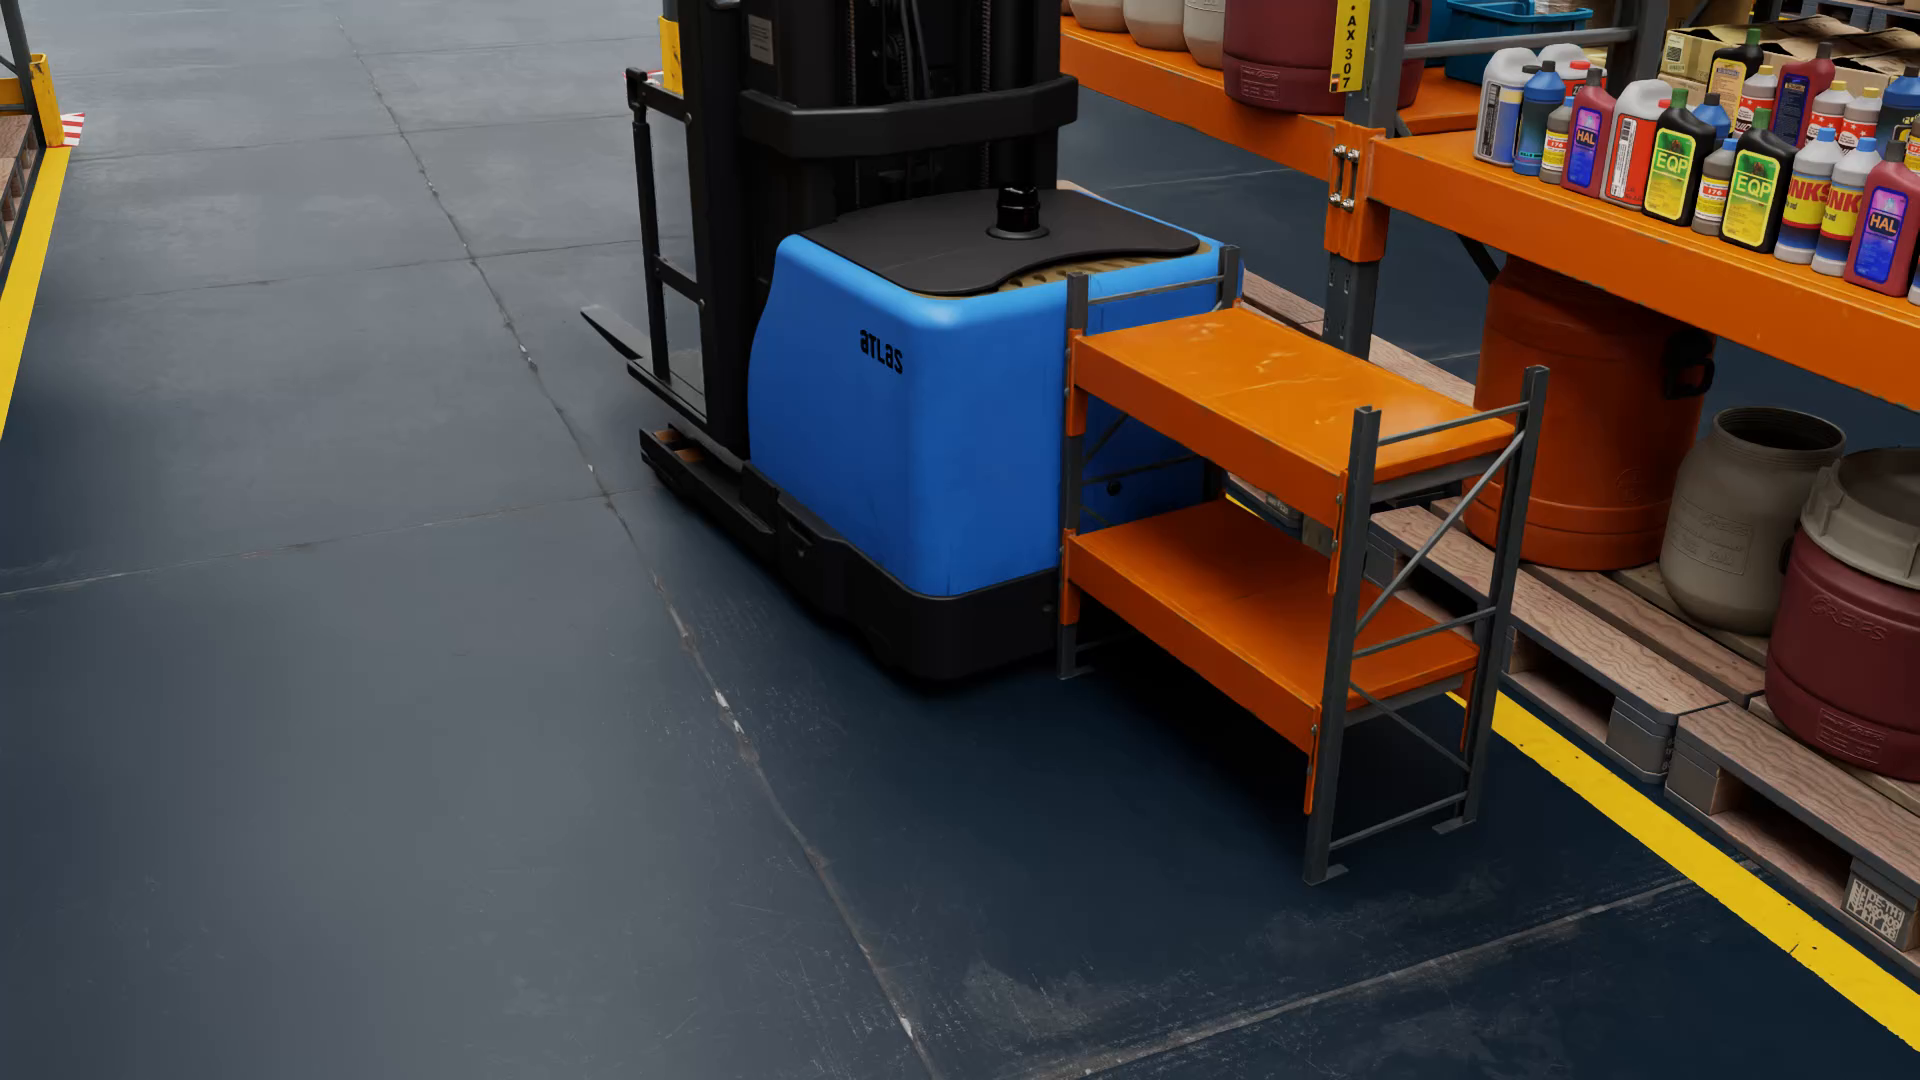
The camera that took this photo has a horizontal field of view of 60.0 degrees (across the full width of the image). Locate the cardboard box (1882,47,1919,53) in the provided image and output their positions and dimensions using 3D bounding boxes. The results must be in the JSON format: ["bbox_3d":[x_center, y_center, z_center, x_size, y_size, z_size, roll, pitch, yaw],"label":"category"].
[{"bbox_3d":[5.366,-2.532,9.033,0.500,0.311,0.500,-11,28,-21],"label":"cardboard box"}]

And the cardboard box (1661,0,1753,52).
[{"bbox_3d":[4.647,-3.383,10.560,0.500,0.500,0.500,-11,28,-21],"label":"cardboard box"}]

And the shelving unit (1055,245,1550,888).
[{"bbox_3d":[-11.125,-3.203,4.972,18.826,6.000,16.808,-14,29,-26],"label":"shelving unit"}]

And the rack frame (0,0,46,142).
[{"bbox_3d":[-6.142,-3.766,9.544,1.000,3.000,0.127,-11,28,-21],"label":"rack frame"}]

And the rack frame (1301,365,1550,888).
[{"bbox_3d":[0.985,0.203,3.551,0.500,1.125,0.032,-14,29,-26],"label":"rack frame"}]

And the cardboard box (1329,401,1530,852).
[{"bbox_3d":[0.983,0.204,3.551,0.474,0.981,0.046,-12,28,-23],"label":"cardboard box"}]

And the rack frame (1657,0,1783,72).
[{"bbox_3d":[4.541,-3.852,9.720,1.000,3.000,0.127,-11,28,-21],"label":"rack frame"}]

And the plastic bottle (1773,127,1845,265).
[{"bbox_3d":[2.178,-0.287,2.566,0.097,0.271,2.212,-11,28,-21],"label":"plastic bottle"}]

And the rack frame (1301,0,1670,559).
[{"bbox_3d":[1.548,-1.387,4.673,1.000,3.000,0.127,-11,28,-21],"label":"rack frame"}]

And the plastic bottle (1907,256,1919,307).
[{"bbox_3d":[1.893,-0.582,3.169,0.097,0.271,0.097,0,26,0],"label":"plastic bottle"}]

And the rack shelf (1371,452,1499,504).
[{"bbox_3d":[0.734,-0.302,3.797,0.416,0.054,0.922,-14,29,-26],"label":"rack shelf"}]

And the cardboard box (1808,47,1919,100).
[{"bbox_3d":[4.869,-2.436,8.836,0.500,0.311,0.500,-12,28,-22],"label":"cardboard box"}]

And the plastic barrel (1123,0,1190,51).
[{"bbox_3d":[0.784,-1.986,5.772,0.421,0.512,0.421,0,26,0],"label":"plastic barrel"}]

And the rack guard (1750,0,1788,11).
[{"bbox_3d":[7.561,-5.165,15.259,1.175,0.500,0.348,-11,28,-21],"label":"rack guard"}]

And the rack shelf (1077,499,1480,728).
[{"bbox_3d":[0.734,0.163,4.024,0.459,0.093,0.952,-14,29,-26],"label":"rack shelf"}]

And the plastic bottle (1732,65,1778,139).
[{"bbox_3d":[2.128,-1.158,4.430,0.097,0.201,0.097,0,26,0],"label":"plastic bottle"}]

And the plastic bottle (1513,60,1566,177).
[{"bbox_3d":[1.440,-1.048,4.124,0.097,0.271,0.097,0,26,0],"label":"plastic bottle"}]

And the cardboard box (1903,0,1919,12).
[{"bbox_3d":[8.184,-4.564,13.526,0.700,0.500,0.500,-12,29,-24],"label":"cardboard box"}]

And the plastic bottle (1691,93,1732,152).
[{"bbox_3d":[1.678,-0.871,3.763,0.097,0.271,0.097,0,26,0],"label":"plastic bottle"}]

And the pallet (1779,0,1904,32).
[{"bbox_3d":[5.877,-1.760,8.614,9.879,0.211,12.008,-11,28,-21],"label":"pallet"}]

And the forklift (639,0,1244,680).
[{"bbox_3d":[-1.623,-10.452,23.418,20.528,2.843,38.938,-15,30,-28],"label":"forklift"}]

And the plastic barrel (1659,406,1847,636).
[{"bbox_3d":[2.059,-0.051,4.292,0.421,0.512,0.421,0,26,0],"label":"plastic barrel"}]

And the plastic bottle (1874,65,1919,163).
[{"bbox_3d":[2.294,-1.018,4.063,0.097,0.271,0.097,0,26,0],"label":"plastic bottle"}]

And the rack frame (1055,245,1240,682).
[{"bbox_3d":[0.483,-0.185,4.346,0.500,1.125,0.032,-14,29,-26],"label":"rack frame"}]

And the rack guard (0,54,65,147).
[{"bbox_3d":[-6.112,-2.612,10.030,1.175,0.500,0.348,-11,28,-21],"label":"rack guard"}]

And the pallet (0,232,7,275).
[{"bbox_3d":[-4.871,-1.163,7.392,1.003,0.211,1.213,-11,28,-21],"label":"pallet"}]

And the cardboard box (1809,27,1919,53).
[{"bbox_3d":[5.173,-2.734,9.446,0.500,0.311,0.500,-10,28,-19],"label":"cardboard box"}]

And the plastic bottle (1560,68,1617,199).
[{"bbox_3d":[1.507,-0.964,3.939,0.061,0.283,0.133,-11,28,-21],"label":"plastic bottle"}]

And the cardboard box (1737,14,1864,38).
[{"bbox_3d":[4.963,-2.943,9.874,0.500,0.311,0.500,-11,28,-21],"label":"cardboard box"}]

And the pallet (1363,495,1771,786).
[{"bbox_3d":[1.895,0.177,4.647,1.003,0.211,1.213,-11,28,-21],"label":"pallet"}]

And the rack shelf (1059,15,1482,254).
[{"bbox_3d":[0.765,-1.872,6.484,1.077,0.370,4.000,-11,28,-21],"label":"rack shelf"}]

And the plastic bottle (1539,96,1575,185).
[{"bbox_3d":[1.479,-0.977,4.059,0.097,0.201,0.097,0,26,0],"label":"plastic bottle"}]

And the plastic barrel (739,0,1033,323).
[{"bbox_3d":[-0.138,-1.387,4.642,0.916,2.708,0.545,-11,28,-21],"label":"plastic barrel"}]

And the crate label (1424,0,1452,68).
[{"bbox_3d":[1.408,-1.851,5.582,0.502,0.435,0.616,-11,28,-21],"label":"crate label"}]

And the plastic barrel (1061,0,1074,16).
[{"bbox_3d":[0.442,-2.343,6.475,0.433,0.535,0.433,0,26,0],"label":"plastic barrel"}]

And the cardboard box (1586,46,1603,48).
[{"bbox_3d":[3.971,-3.158,10.955,0.500,0.250,0.500,-11,28,-21],"label":"cardboard box"}]

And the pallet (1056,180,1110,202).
[{"bbox_3d":[0.325,-1.439,7.956,1.003,0.211,1.213,-11,28,-21],"label":"pallet"}]

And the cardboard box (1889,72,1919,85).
[{"bbox_3d":[5.077,-2.227,8.408,0.500,0.311,0.500,-10,28,-19],"label":"cardboard box"}]

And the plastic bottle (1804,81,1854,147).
[{"bbox_3d":[2.218,-1.065,4.239,0.097,0.201,0.097,0,26,0],"label":"plastic bottle"}]

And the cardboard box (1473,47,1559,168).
[{"bbox_3d":[5.470,0.347,2.493,5.886,1.356,7.345,-11,28,-21],"label":"cardboard box"}]

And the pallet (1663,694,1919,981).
[{"bbox_3d":[2.369,0.669,3.640,1.003,0.211,1.213,-11,28,-21],"label":"pallet"}]
